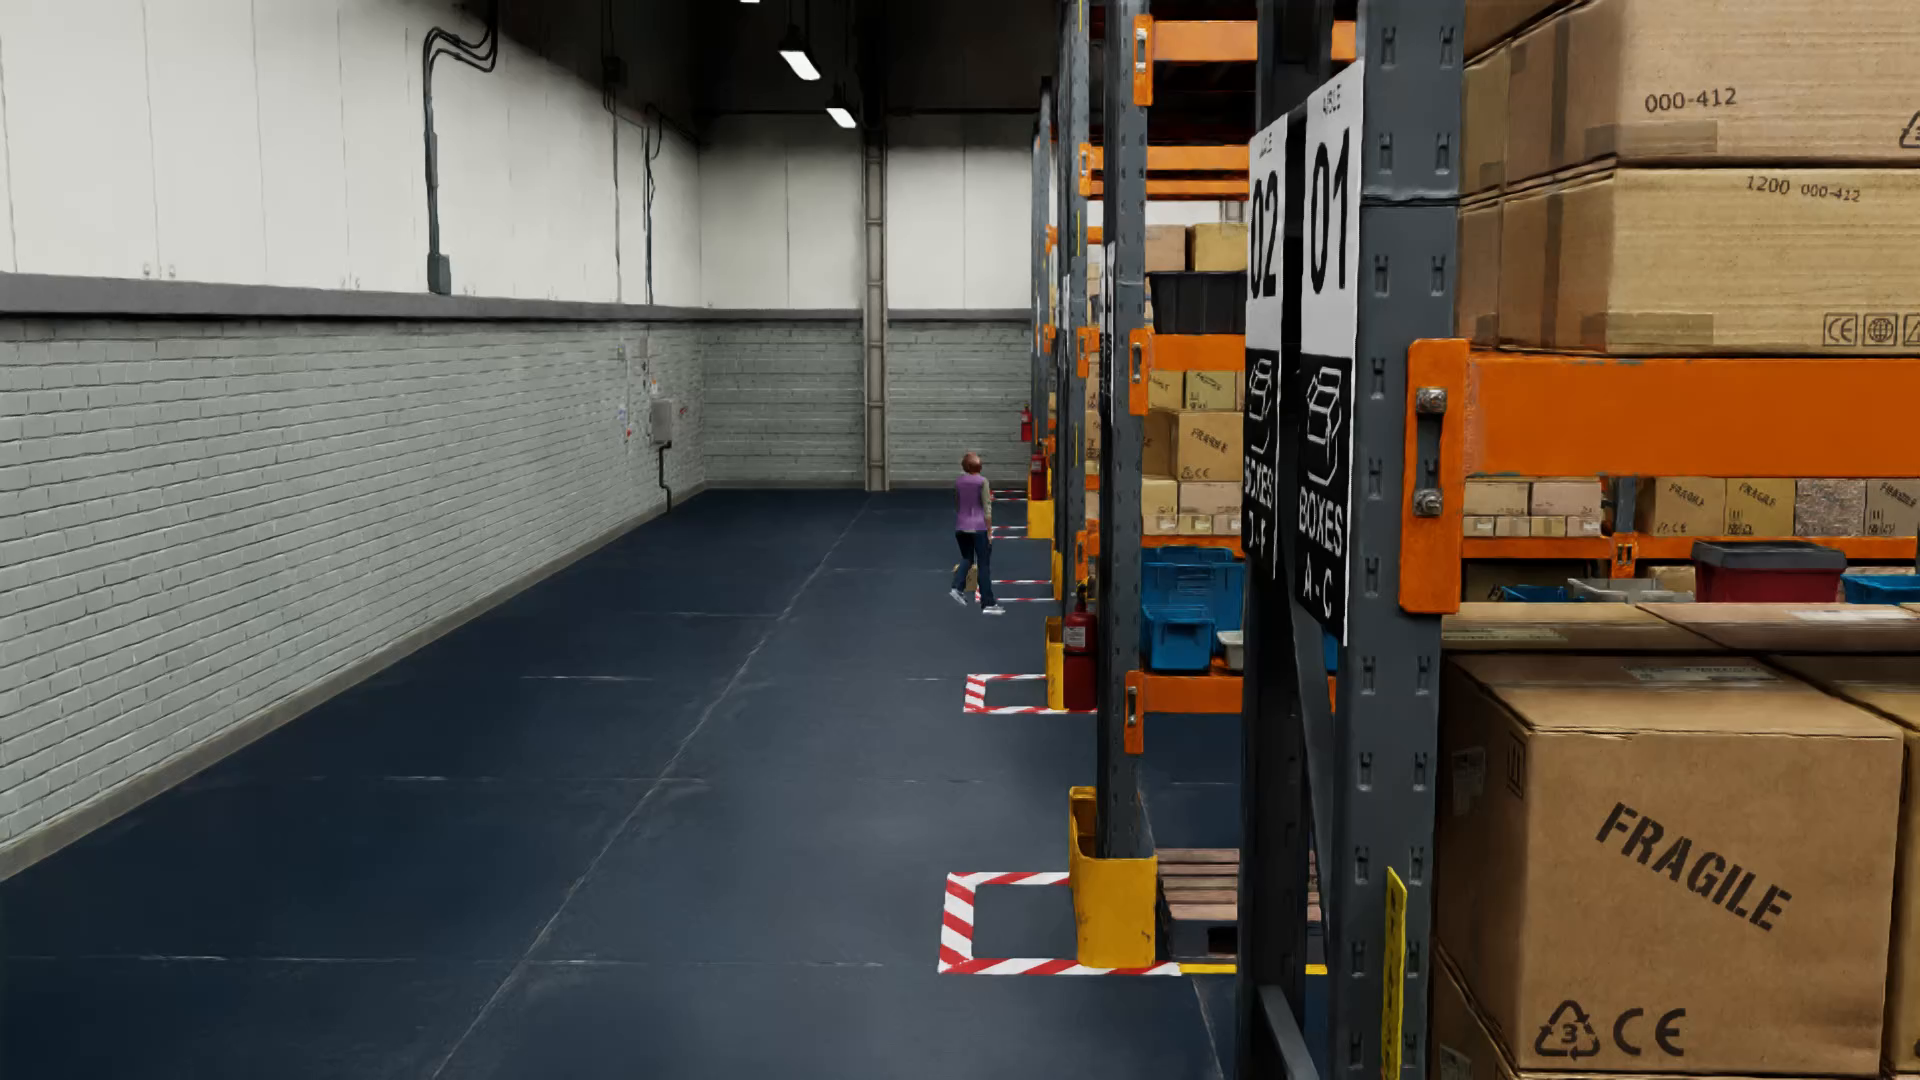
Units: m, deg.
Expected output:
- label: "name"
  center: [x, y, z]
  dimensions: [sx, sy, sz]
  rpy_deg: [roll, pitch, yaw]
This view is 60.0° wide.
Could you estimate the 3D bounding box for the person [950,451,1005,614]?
- label: "person"
  center: [0.186, -0.021, 16.324]
  dimensions: [0.534, 1.479, 0.431]
  rpy_deg: [4, 8, 27]
